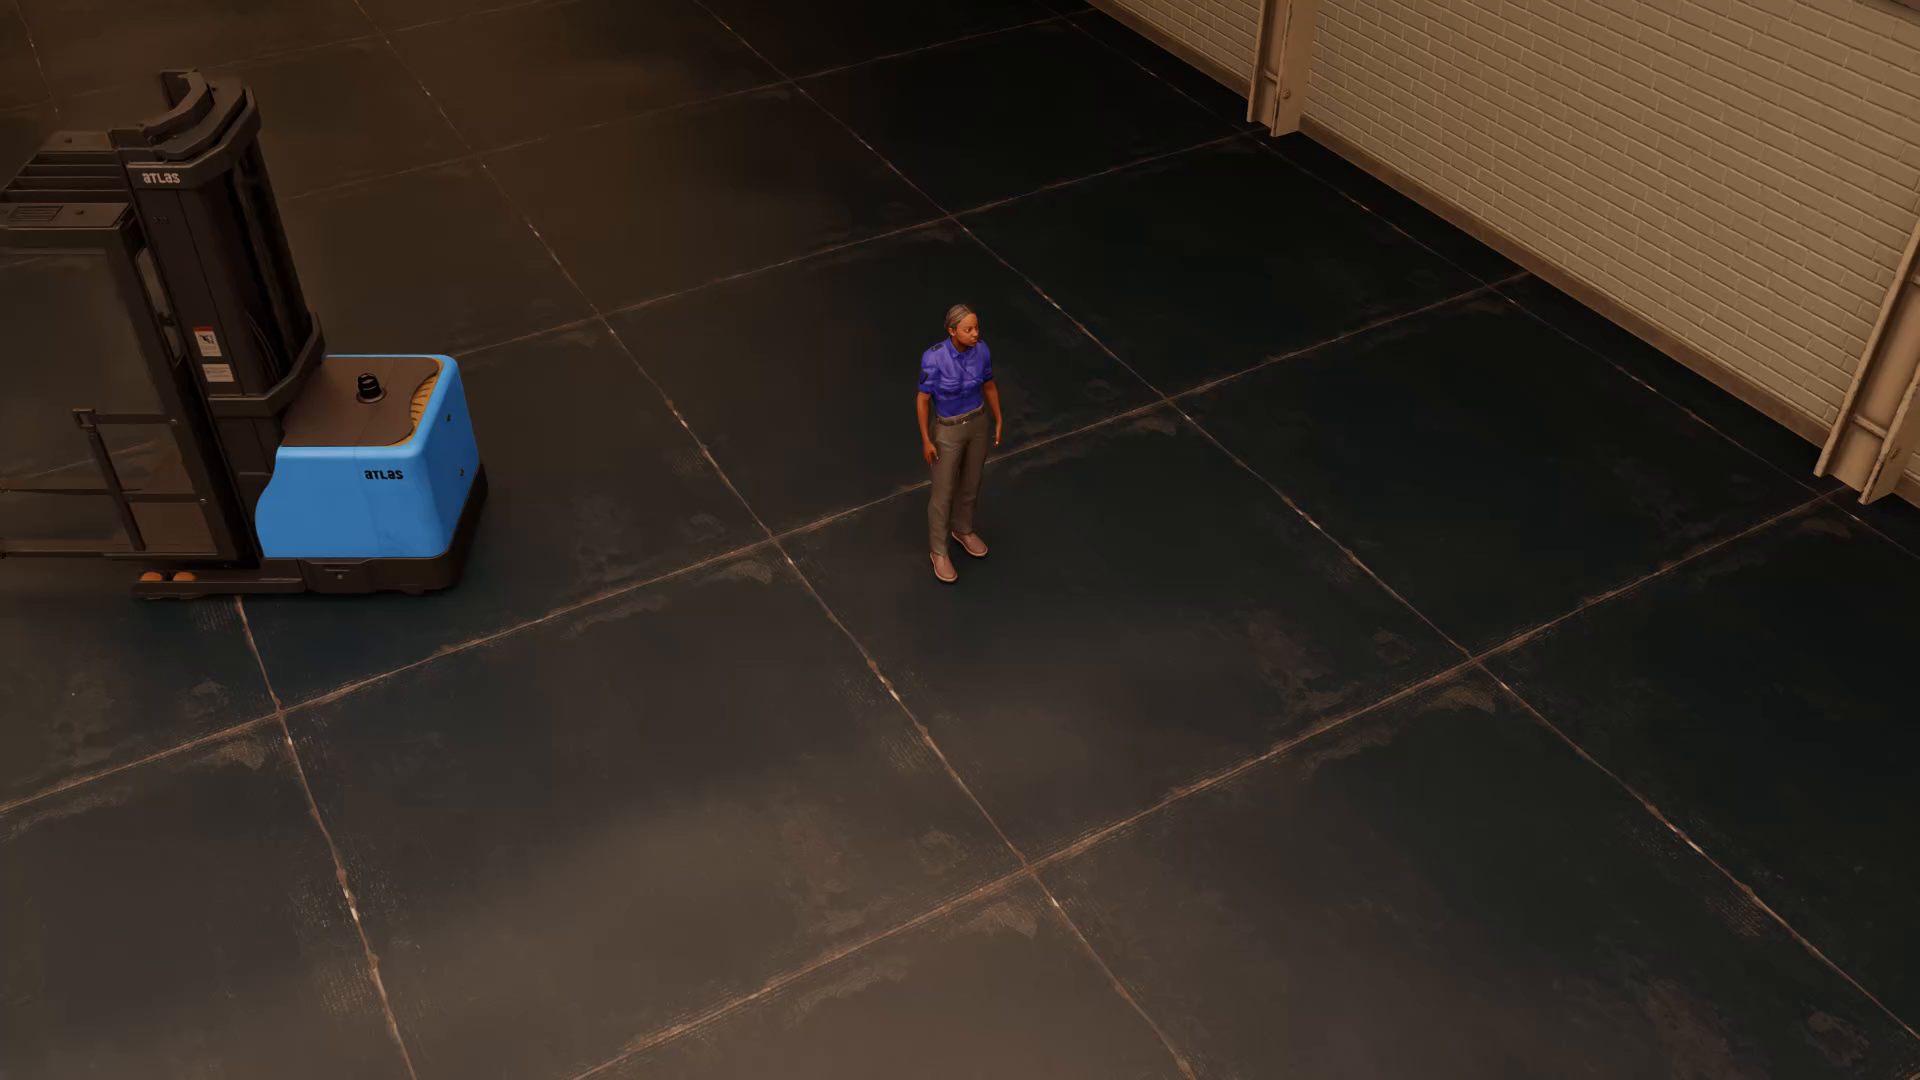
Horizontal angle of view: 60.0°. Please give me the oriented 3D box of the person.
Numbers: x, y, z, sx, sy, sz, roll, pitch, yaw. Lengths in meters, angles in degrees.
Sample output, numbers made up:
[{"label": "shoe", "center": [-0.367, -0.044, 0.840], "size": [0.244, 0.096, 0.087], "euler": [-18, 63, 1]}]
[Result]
[{"label": "person", "center": [0.026, -0.587, 9.733], "size": [0.569, 1.654, 0.504], "euler": [-20, 44, -23]}]

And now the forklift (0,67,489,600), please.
[{"label": "forklift", "center": [-4.517, -1.112, 9.377], "size": [3.031, 2.935, 1.130], "euler": [0, 40, 0]}]
